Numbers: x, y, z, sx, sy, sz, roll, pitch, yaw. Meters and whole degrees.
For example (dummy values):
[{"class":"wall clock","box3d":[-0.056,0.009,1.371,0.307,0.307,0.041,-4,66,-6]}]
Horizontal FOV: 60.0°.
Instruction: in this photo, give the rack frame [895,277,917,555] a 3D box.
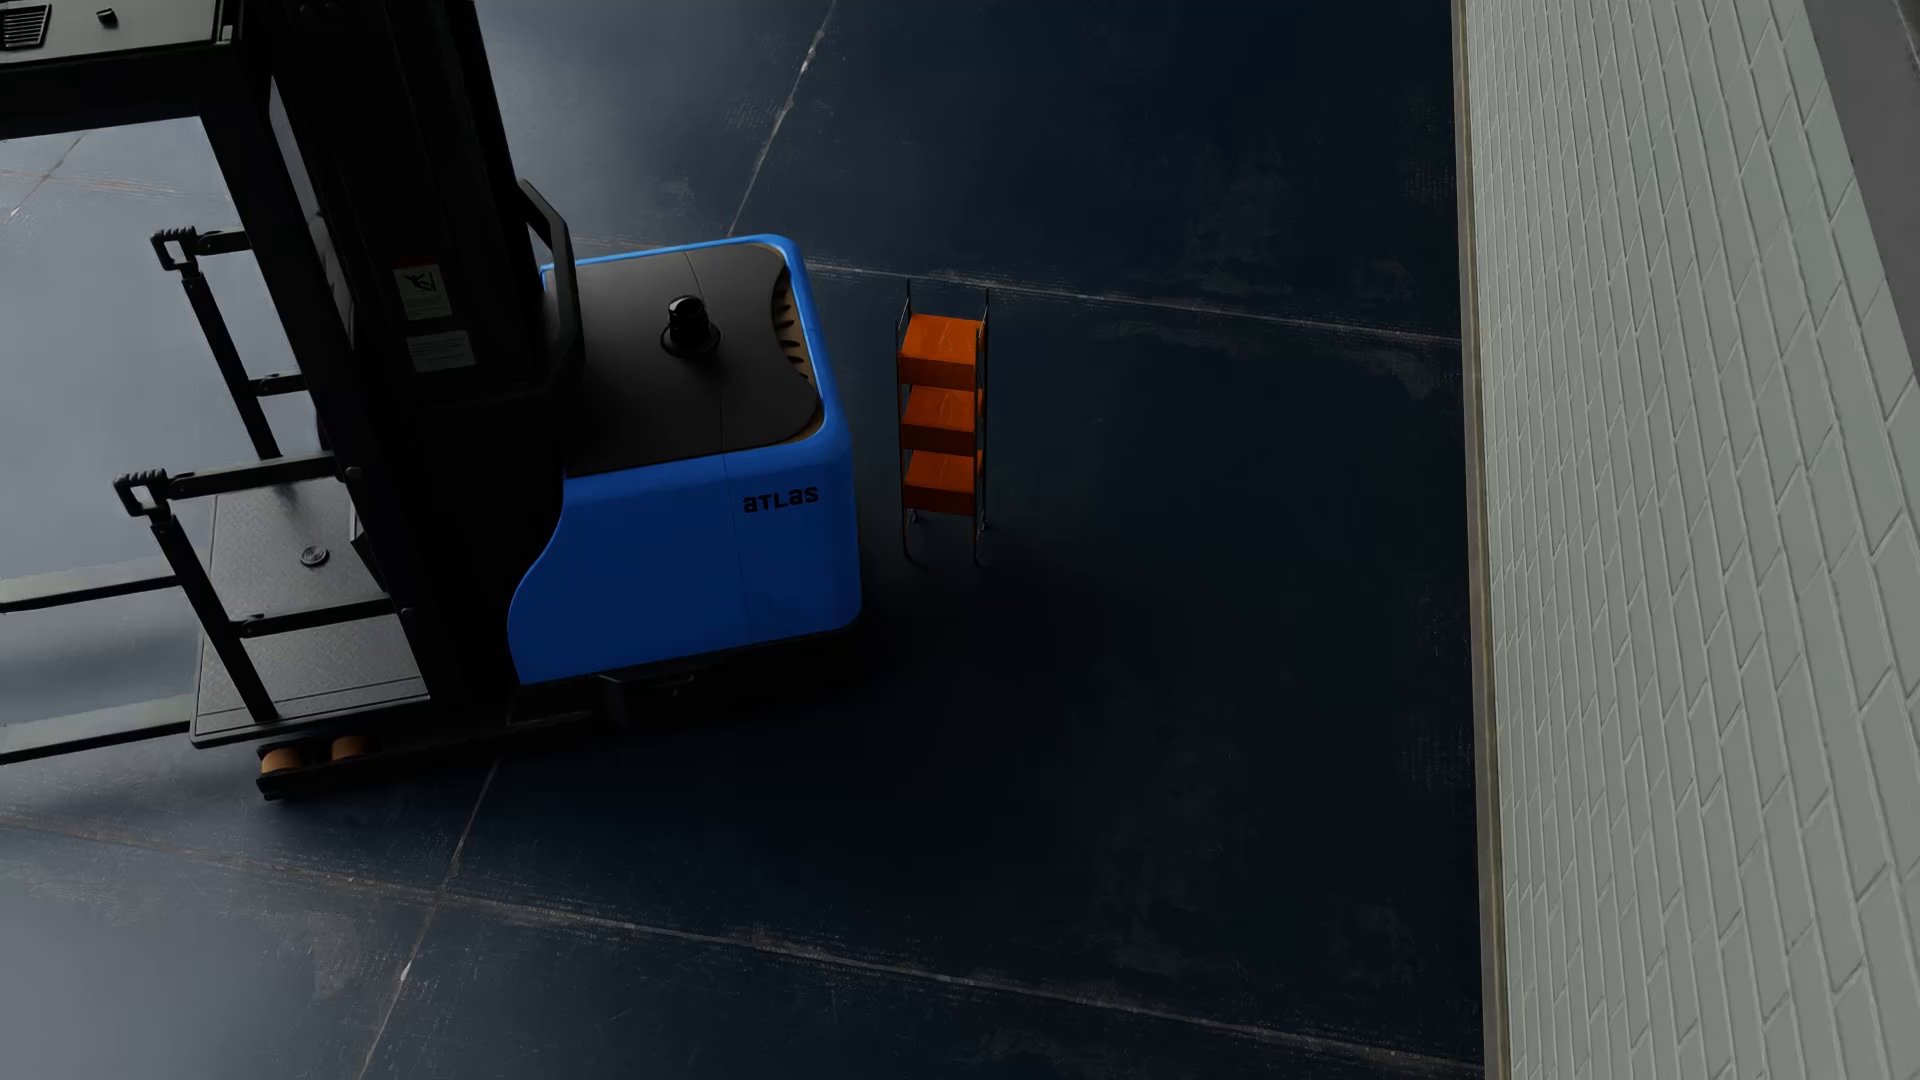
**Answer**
[{"class":"rack frame","box3d":[-0.173,-0.374,5.380,0.008,1.050,0.200,8,49,7]}]

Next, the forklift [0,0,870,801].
[{"class":"forklift","box3d":[-1.862,-0.633,4.348,3.031,2.935,1.130,-10,49,-9]}]

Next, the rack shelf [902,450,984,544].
[{"class":"rack shelf","box3d":[-0.053,-0.165,5.580,0.240,0.259,0.215,8,49,7]}]

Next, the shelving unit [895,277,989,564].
[{"class":"shelving unit","box3d":[-0.053,-0.358,5.366,0.252,1.050,0.215,8,49,7]}]

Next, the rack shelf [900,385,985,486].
[{"class":"rack shelf","box3d":[-0.053,-0.351,5.374,0.240,0.259,0.215,8,49,7]}]

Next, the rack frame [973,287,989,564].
[{"class":"rack frame","box3d":[0.067,-0.342,5.351,0.008,1.050,0.200,8,49,7]}]

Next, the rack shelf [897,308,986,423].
[{"class":"rack shelf","box3d":[-0.053,-0.541,5.163,0.240,0.259,0.215,8,49,7]}]
